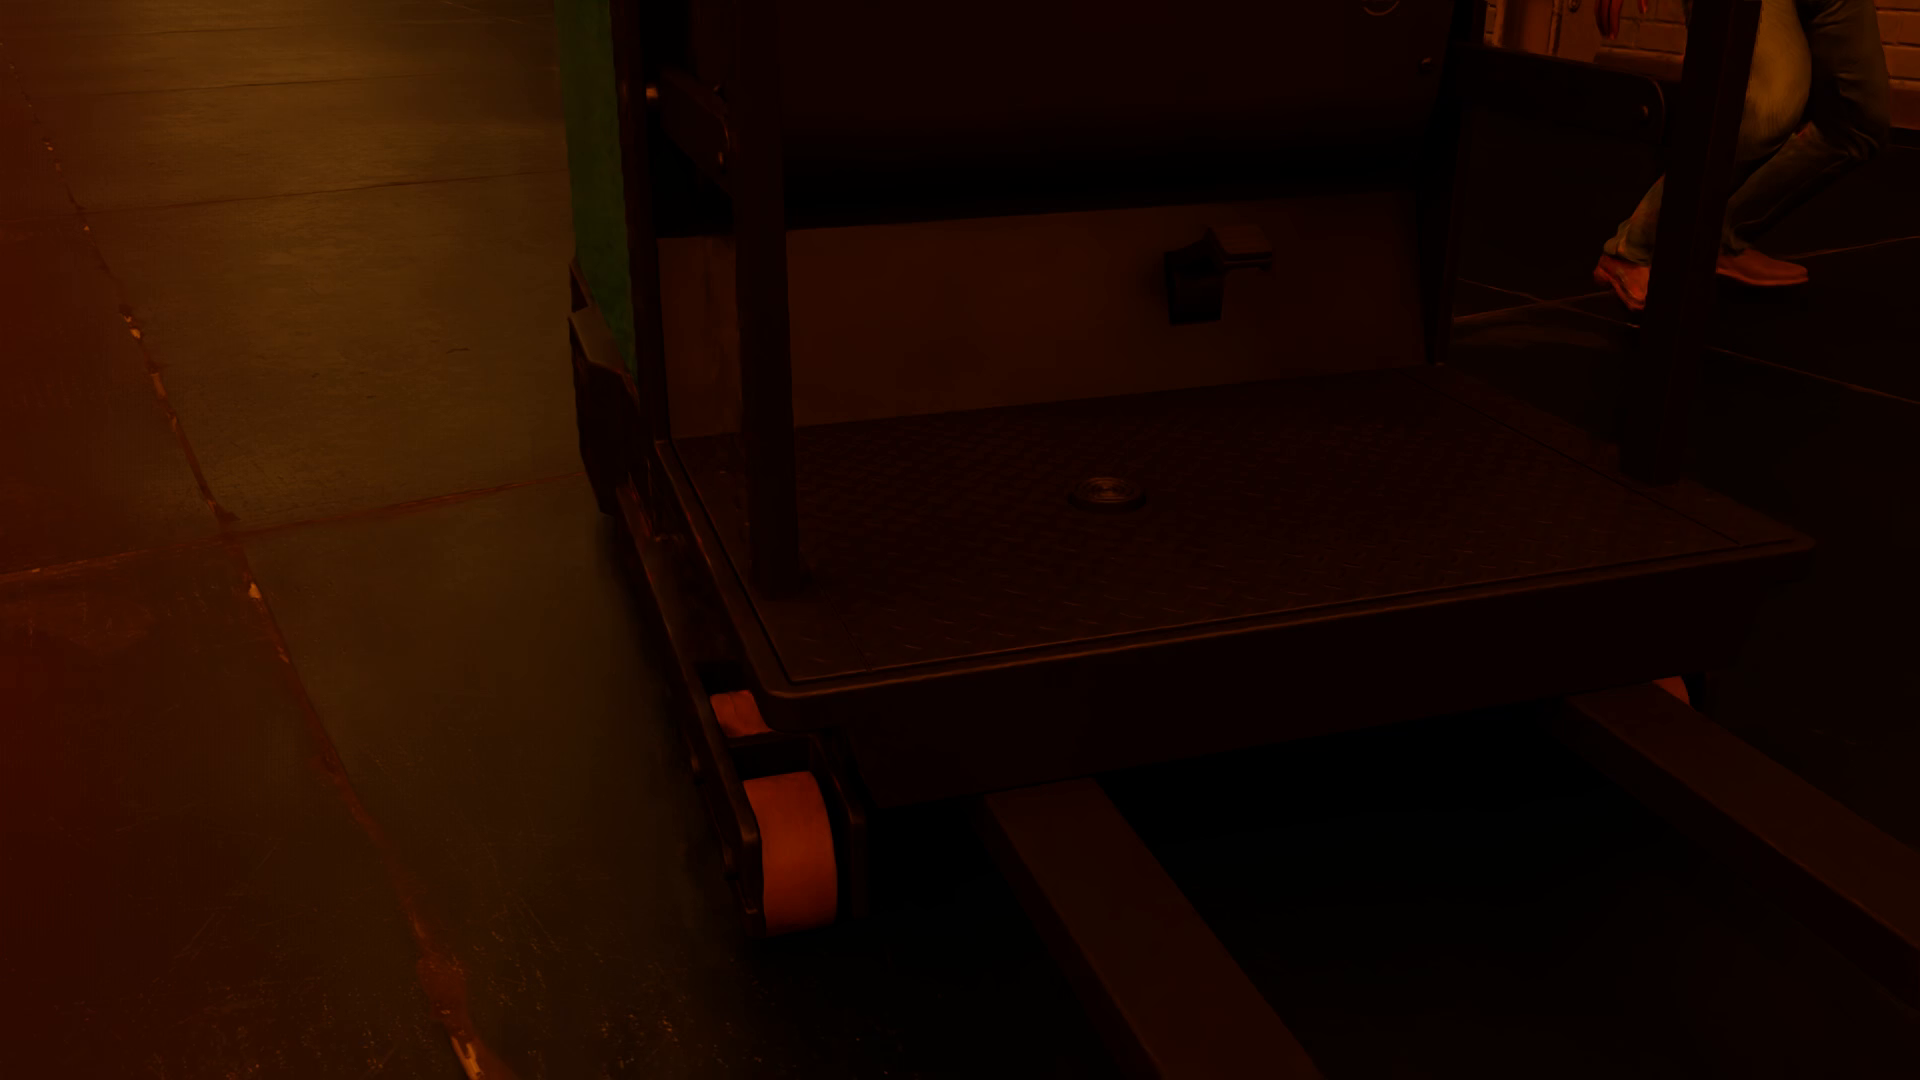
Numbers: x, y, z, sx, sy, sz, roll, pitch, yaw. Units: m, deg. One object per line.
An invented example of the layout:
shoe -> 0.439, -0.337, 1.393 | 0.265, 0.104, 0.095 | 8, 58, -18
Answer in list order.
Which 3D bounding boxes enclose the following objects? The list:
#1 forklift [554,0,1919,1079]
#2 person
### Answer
forklift -> 0.214, -1.129, 1.526 | 1.130, 2.935, 3.031 | -7, 23, -17
person -> 1.769, -1.278, 3.559 | 1.002, 1.605, 0.636 | -10, 24, -24
